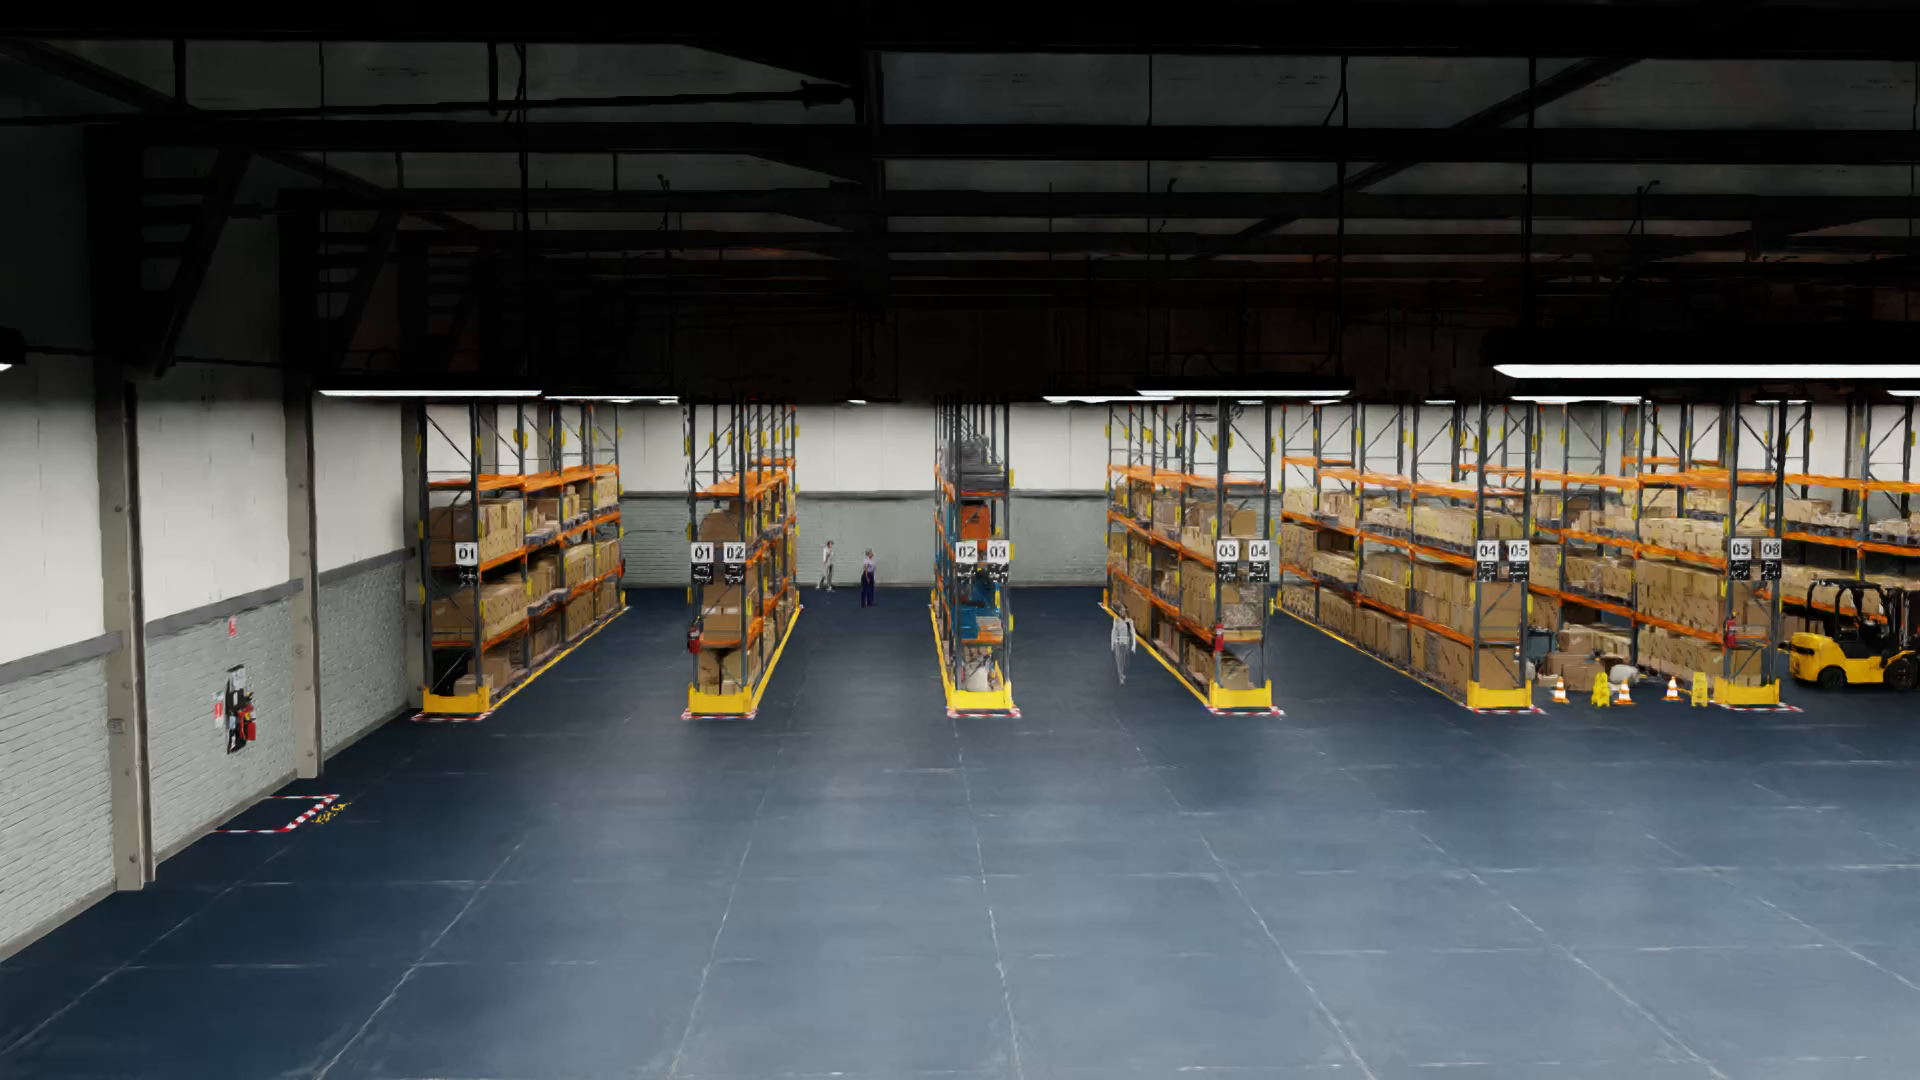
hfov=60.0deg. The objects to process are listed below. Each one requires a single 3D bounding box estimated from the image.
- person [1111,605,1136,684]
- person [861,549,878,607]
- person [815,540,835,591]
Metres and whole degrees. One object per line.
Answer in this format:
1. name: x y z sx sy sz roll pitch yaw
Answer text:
1. person: 3.398 2.142 34.485 0.502 1.625 0.997 0 5 -3
2. person: -2.628 1.068 47.725 0.407 1.652 0.590 1 5 17
3. person: -4.196 0.789 51.759 0.472 1.589 0.600 4 6 42
